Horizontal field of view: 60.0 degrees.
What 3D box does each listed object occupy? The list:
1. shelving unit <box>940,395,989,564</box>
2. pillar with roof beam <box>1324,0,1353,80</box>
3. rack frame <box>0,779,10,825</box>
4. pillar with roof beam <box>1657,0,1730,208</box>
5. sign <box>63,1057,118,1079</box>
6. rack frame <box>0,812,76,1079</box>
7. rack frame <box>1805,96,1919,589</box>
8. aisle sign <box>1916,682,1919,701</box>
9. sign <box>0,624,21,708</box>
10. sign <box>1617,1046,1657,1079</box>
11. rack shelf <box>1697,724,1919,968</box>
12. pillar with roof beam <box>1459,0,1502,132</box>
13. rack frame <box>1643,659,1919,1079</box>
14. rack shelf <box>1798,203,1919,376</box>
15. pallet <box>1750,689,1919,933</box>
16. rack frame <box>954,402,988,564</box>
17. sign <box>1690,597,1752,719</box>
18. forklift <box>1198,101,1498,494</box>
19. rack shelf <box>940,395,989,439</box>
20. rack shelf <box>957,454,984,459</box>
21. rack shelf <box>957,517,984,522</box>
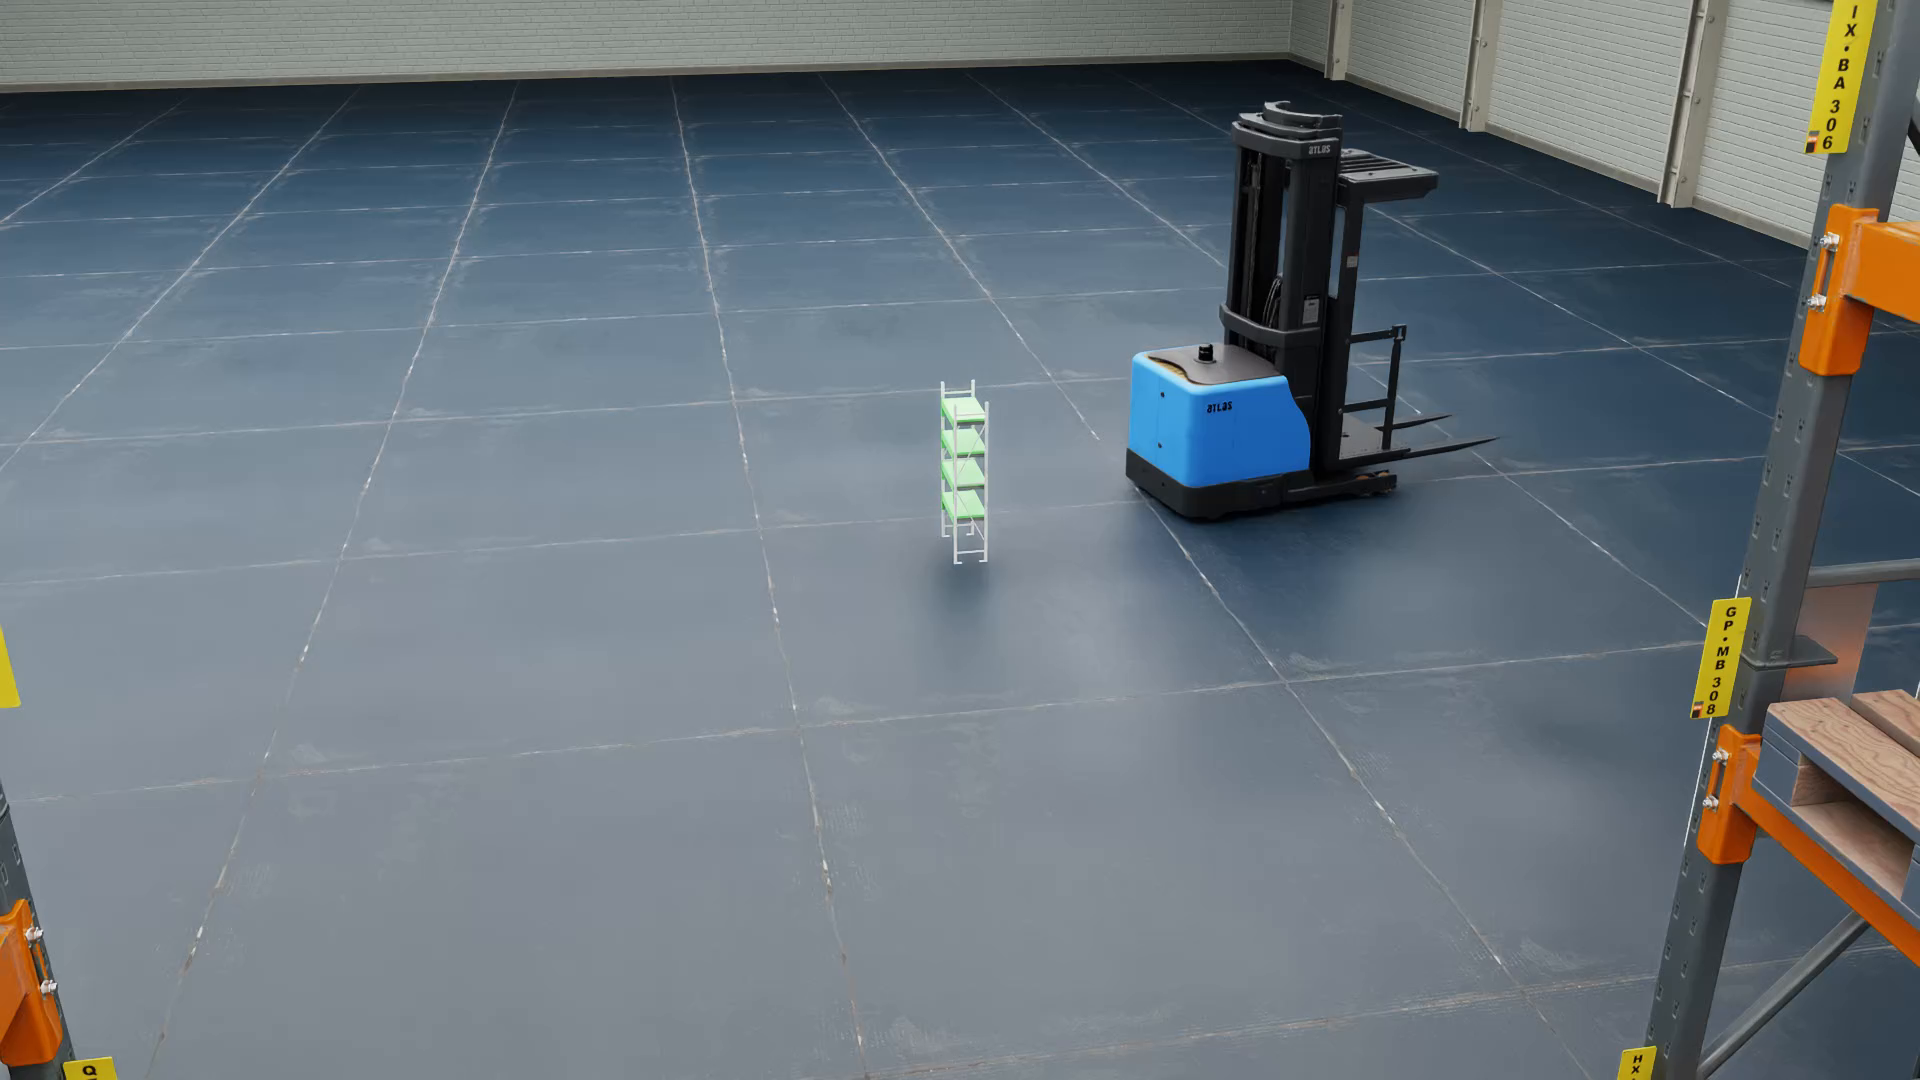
[{"bbox_3d":[0.032,-0.482,11.856,0.258,1.200,0.492,-4,24,-10],"label":"shelving unit"},{"bbox_3d":[3.343,-13.121,31.050,9.100,9.000,0.400,-4,24,-10],"label":"pillar with roof beam"},{"bbox_3d":[-2.462,-0.752,2.727,1.000,3.000,0.127,-4,24,-10],"label":"rack frame"},{"bbox_3d":[5.562,-8.401,20.243,9.100,9.000,0.400,-4,24,-10],"label":"pillar with roof beam"},{"bbox_3d":[-1.913,1.289,3.709,0.100,0.325,0.005,-4,24,-10],"label":"sign"},{"bbox_3d":[-2.462,1.998,3.928,1.000,3.000,0.127,-4,24,-10],"label":"rack frame"},{"bbox_3d":[2.403,-1.118,3.566,0.949,2.616,0.053,-4,24,-10],"label":"rack frame"},{"bbox_3d":[2.684,0.390,4.362,0.394,0.787,0.004,-4,24,-10],"label":"aisle sign"},{"bbox_3d":[-1.913,0.184,3.227,0.100,0.325,0.005,-4,24,-10],"label":"sign"},{"bbox_3d":[1.864,1.543,4.623,0.100,0.325,0.005,-4,24,-10],"label":"sign"},{"bbox_3d":[2.776,1.373,2.510,1.077,0.370,4.000,-4,24,-10],"label":"rack shelf"},{"bbox_3d":[4.453,-10.761,25.647,9.100,9.000,0.400,-4,24,-10],"label":"pillar with roof beam"},{"bbox_3d":[2.406,1.631,4.767,1.000,3.000,0.127,-4,24,-10],"label":"rack frame"},{"bbox_3d":[2.776,0.182,1.990,1.077,0.370,4.000,-4,24,-10],"label":"rack shelf"},{"bbox_3d":[2.463,0.676,3.443,1.003,0.211,1.213,-4,24,-10],"label":"pallet"},{"bbox_3d":[0.076,-0.389,11.641,0.240,1.200,0.015,-4,24,-10],"label":"rack frame"},{"bbox_3d":[1.864,0.291,4.076,0.100,0.325,0.005,-4,24,-10],"label":"sign"},{"bbox_3d":[2.887,-1.861,12.849,3.031,2.935,1.121,-10,25,-21],"label":"forklift"},{"bbox_3d":[0.031,-0.866,11.694,0.258,0.148,0.480,-4,24,-10],"label":"rack shelf"},{"bbox_3d":[0.031,-0.672,11.779,0.199,0.029,0.442,-4,24,-10],"label":"rack shelf"},{"bbox_3d":[0.031,-0.232,11.971,0.199,0.029,0.442,-4,24,-10],"label":"rack shelf"}]
